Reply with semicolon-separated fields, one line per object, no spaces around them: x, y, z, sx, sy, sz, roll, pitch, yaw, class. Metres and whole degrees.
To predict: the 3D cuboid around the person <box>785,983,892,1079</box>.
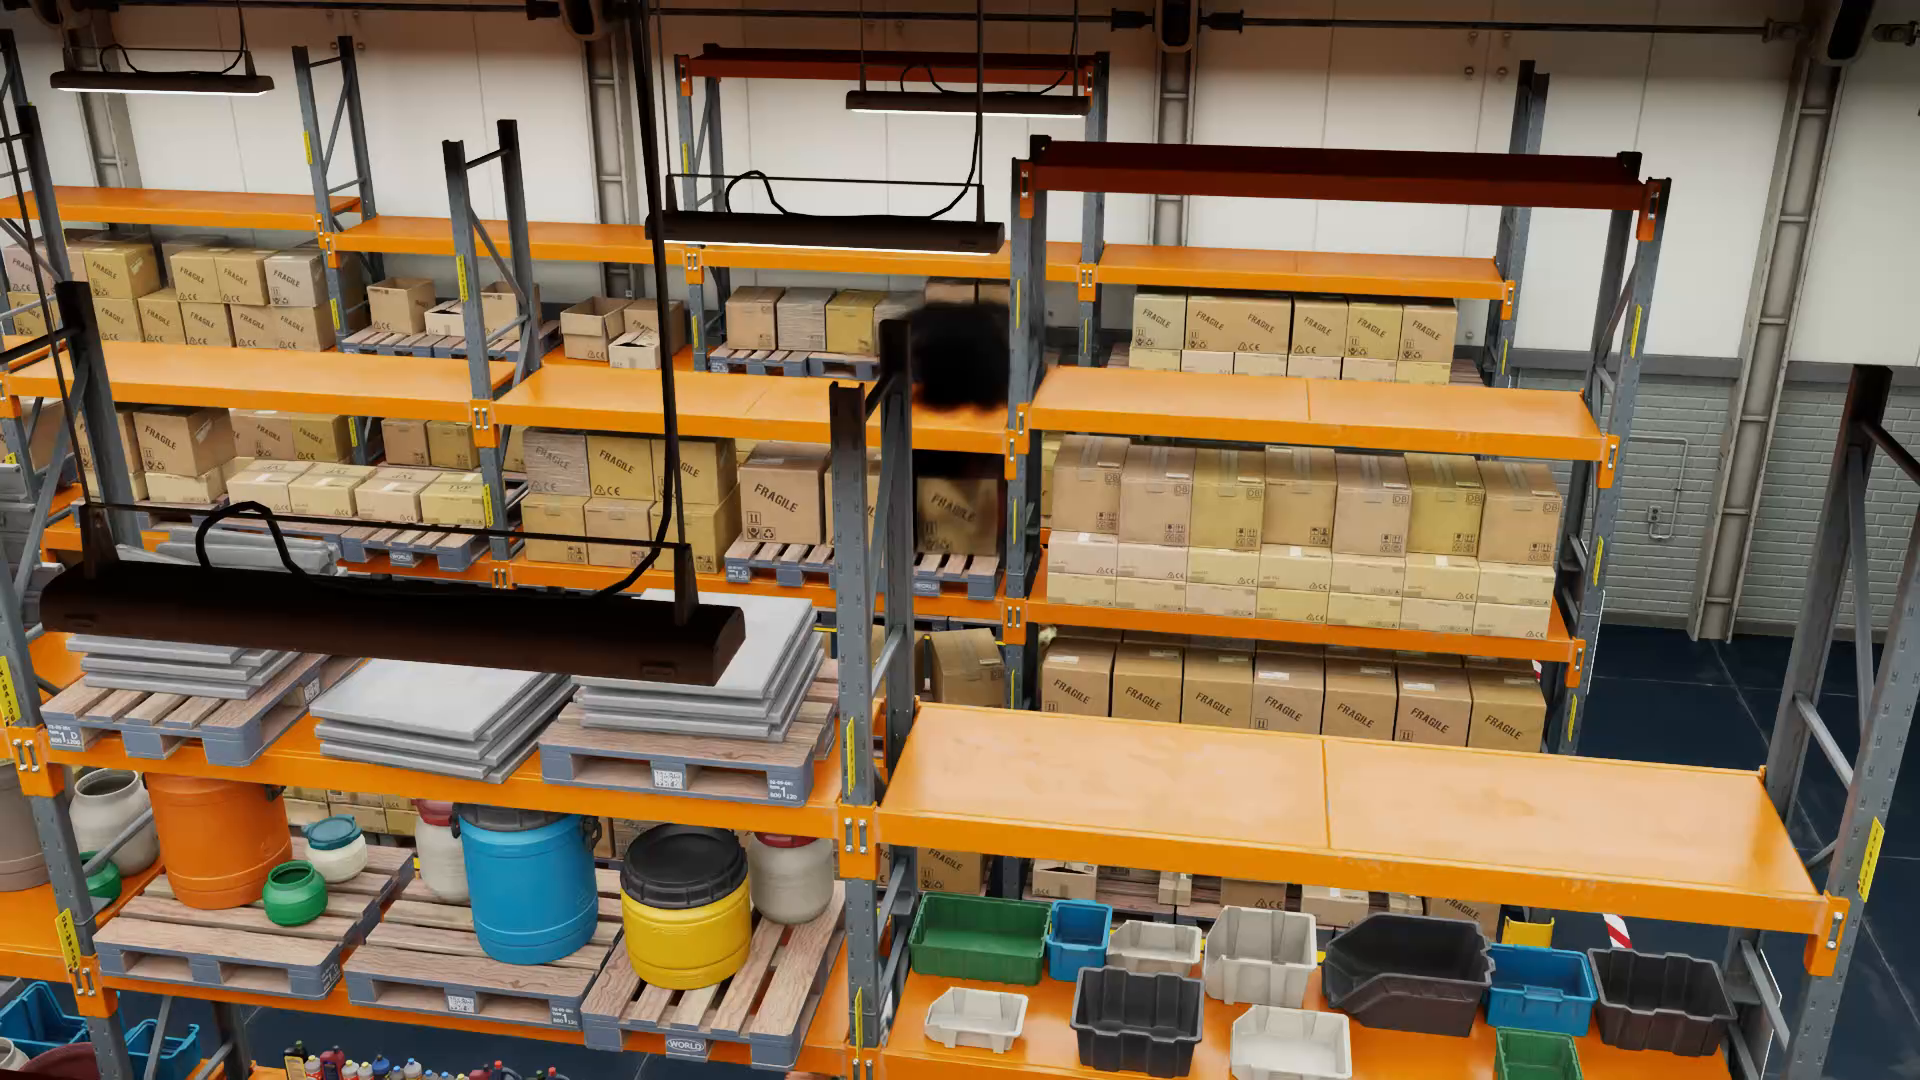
-0.638;3.320;10.352;0.795;1.715;0.676;9;25;20;person

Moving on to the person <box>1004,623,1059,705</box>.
0.783;1.337;15.122;0.803;1.678;0.527;6;24;14;person
